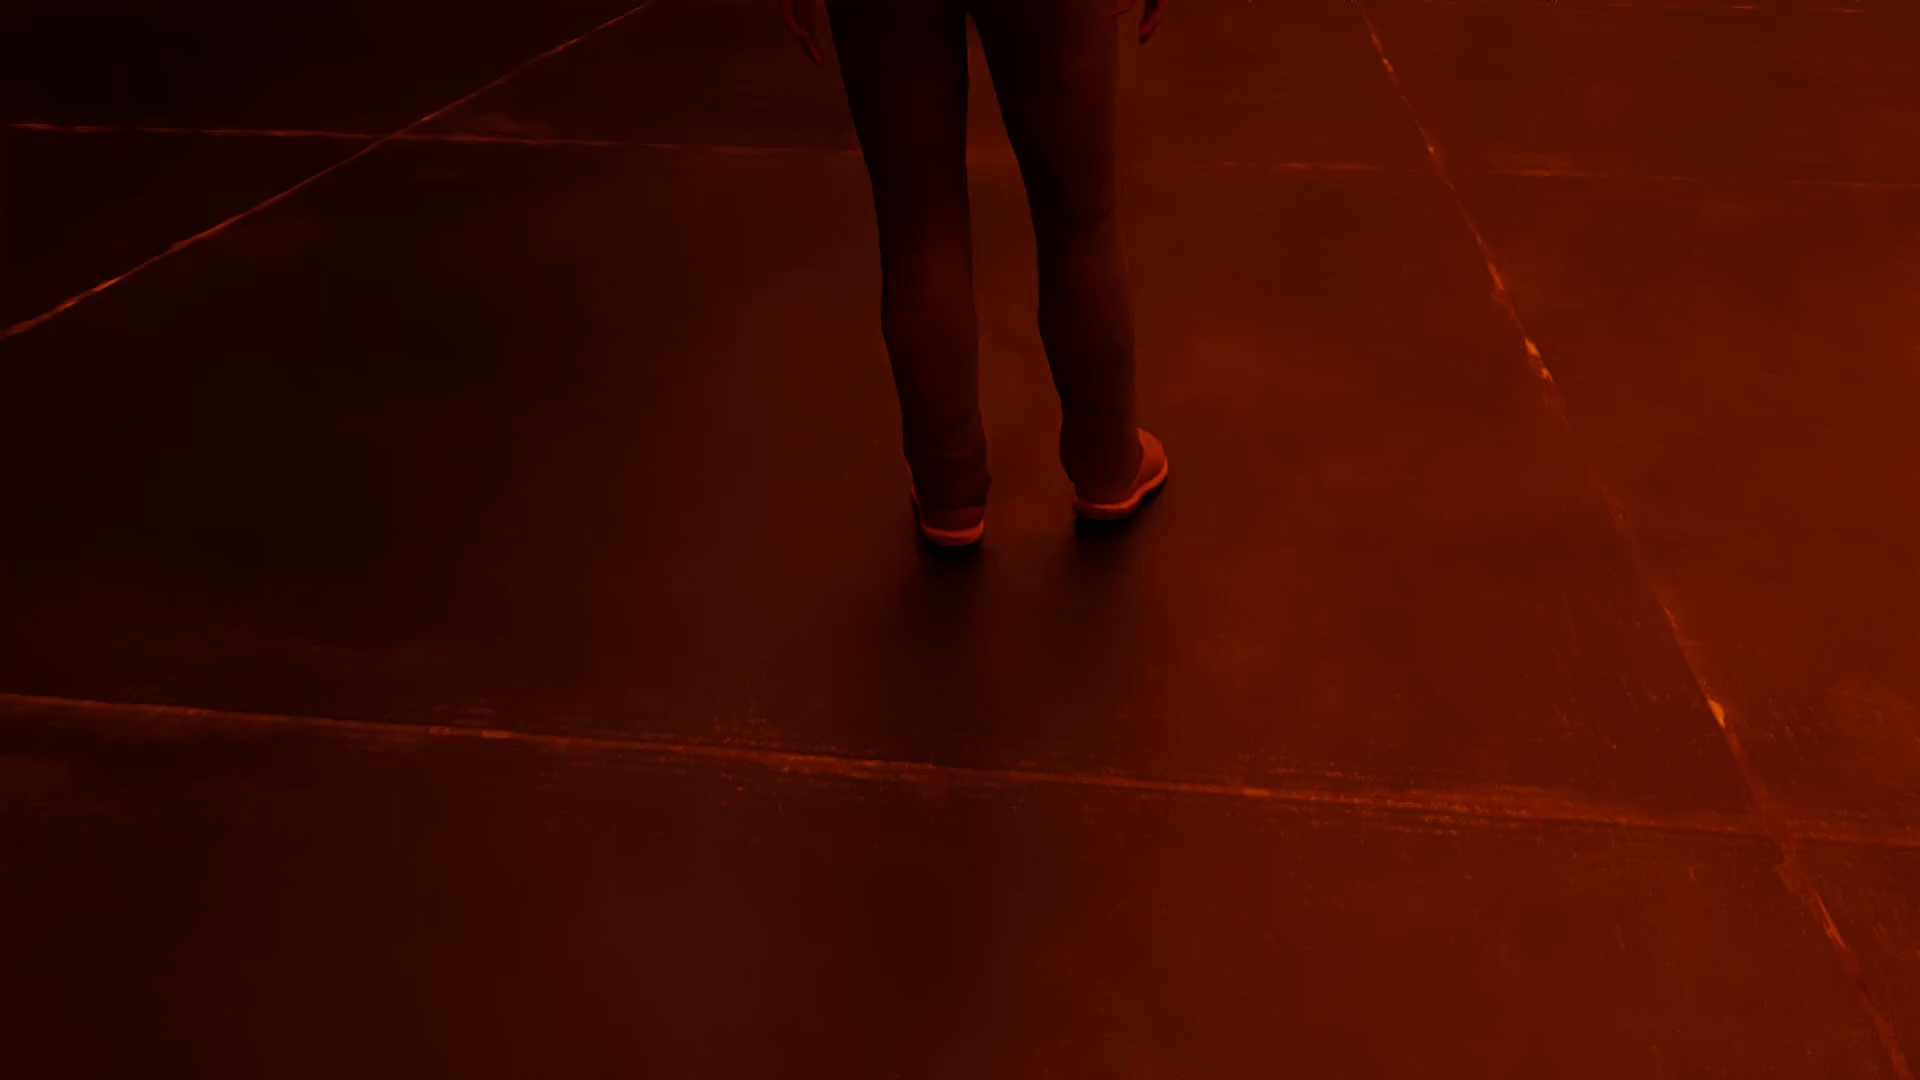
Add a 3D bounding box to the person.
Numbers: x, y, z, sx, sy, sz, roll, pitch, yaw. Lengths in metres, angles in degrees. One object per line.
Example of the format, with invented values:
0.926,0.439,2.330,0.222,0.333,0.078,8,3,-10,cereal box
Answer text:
0.031,-0.784,2.203,0.570,1.654,0.503,3,27,7,person
